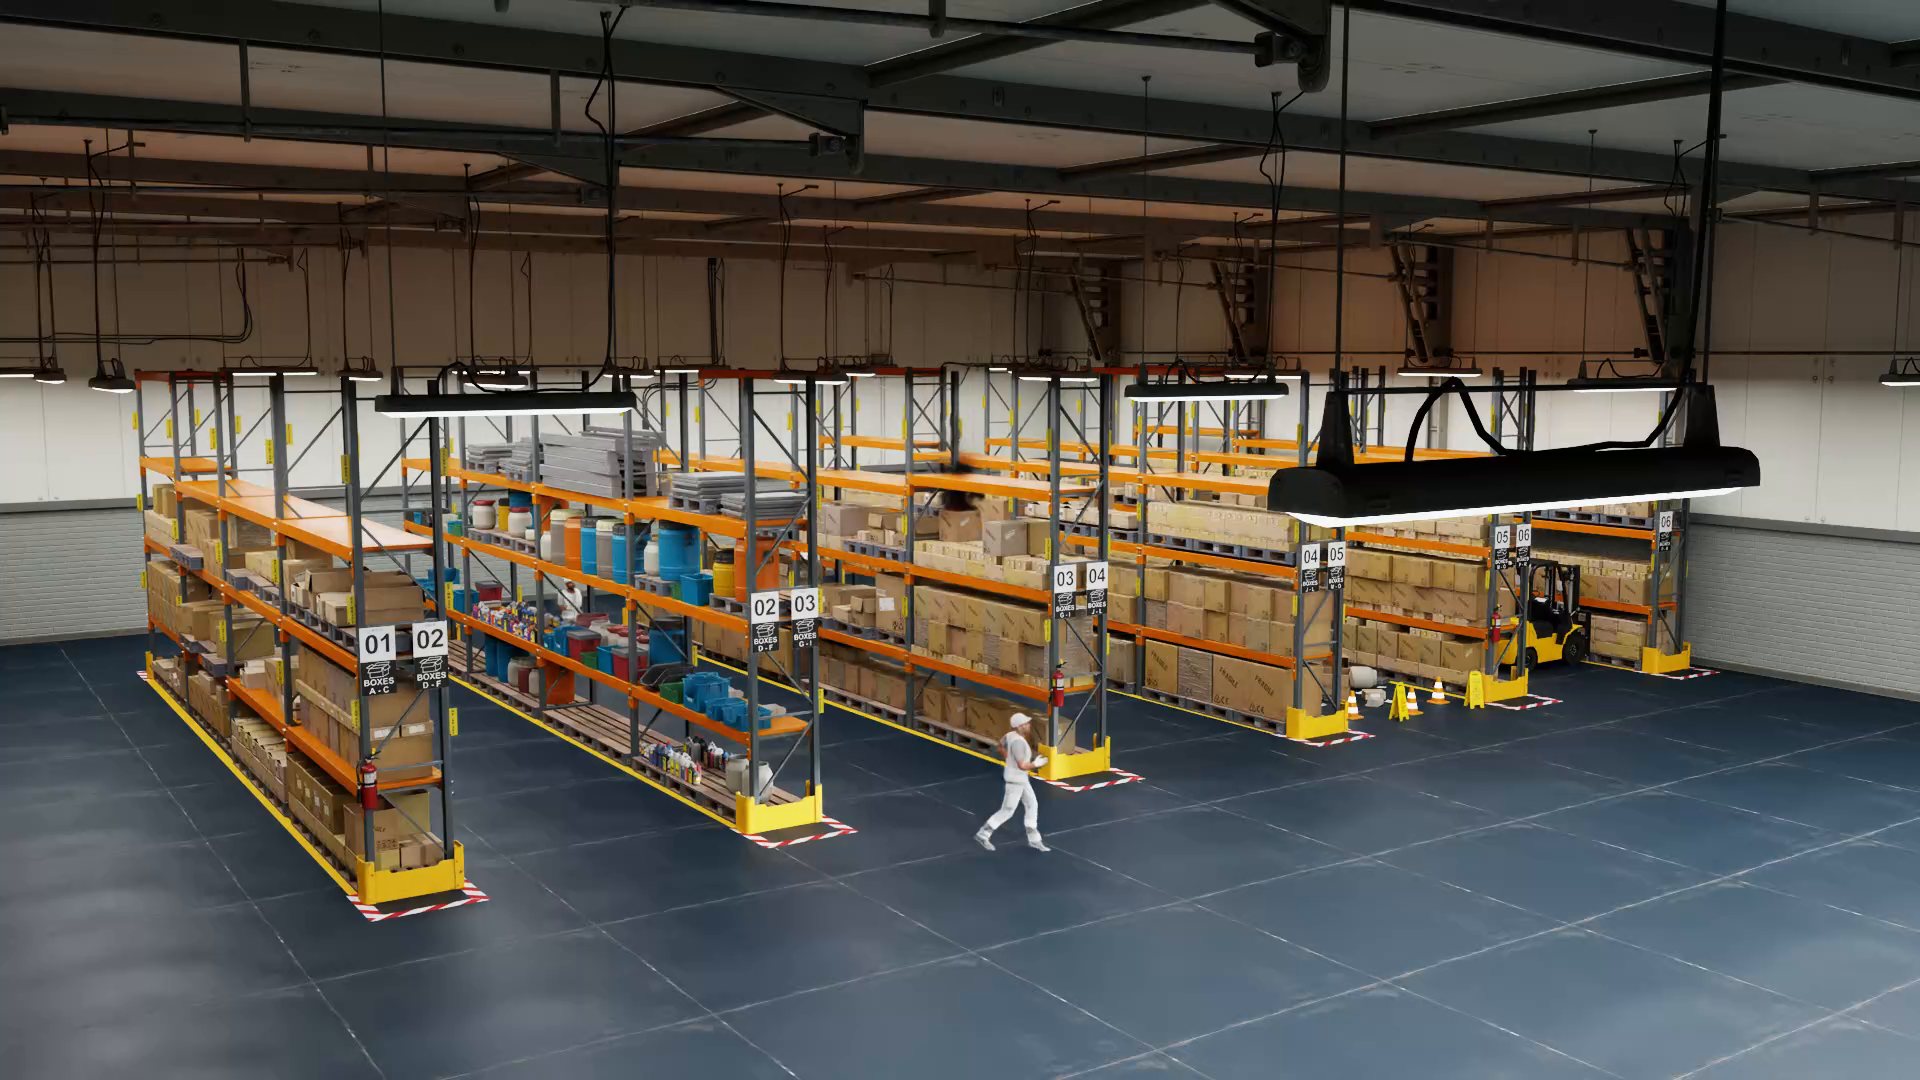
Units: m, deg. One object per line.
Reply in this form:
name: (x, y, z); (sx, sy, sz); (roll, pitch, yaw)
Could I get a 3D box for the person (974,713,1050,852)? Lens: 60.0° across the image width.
person: (0.660, 3.074, 20.999); (0.970, 1.820, 0.675); (0, 6, 0)

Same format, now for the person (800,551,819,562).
person: (-3.926, 0.828, 41.229); (0.777, 1.748, 0.552); (5, 8, 40)

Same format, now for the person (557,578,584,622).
person: (-7.904, 1.617, 34.011); (0.645, 1.771, 0.684); (-6, 8, -40)
